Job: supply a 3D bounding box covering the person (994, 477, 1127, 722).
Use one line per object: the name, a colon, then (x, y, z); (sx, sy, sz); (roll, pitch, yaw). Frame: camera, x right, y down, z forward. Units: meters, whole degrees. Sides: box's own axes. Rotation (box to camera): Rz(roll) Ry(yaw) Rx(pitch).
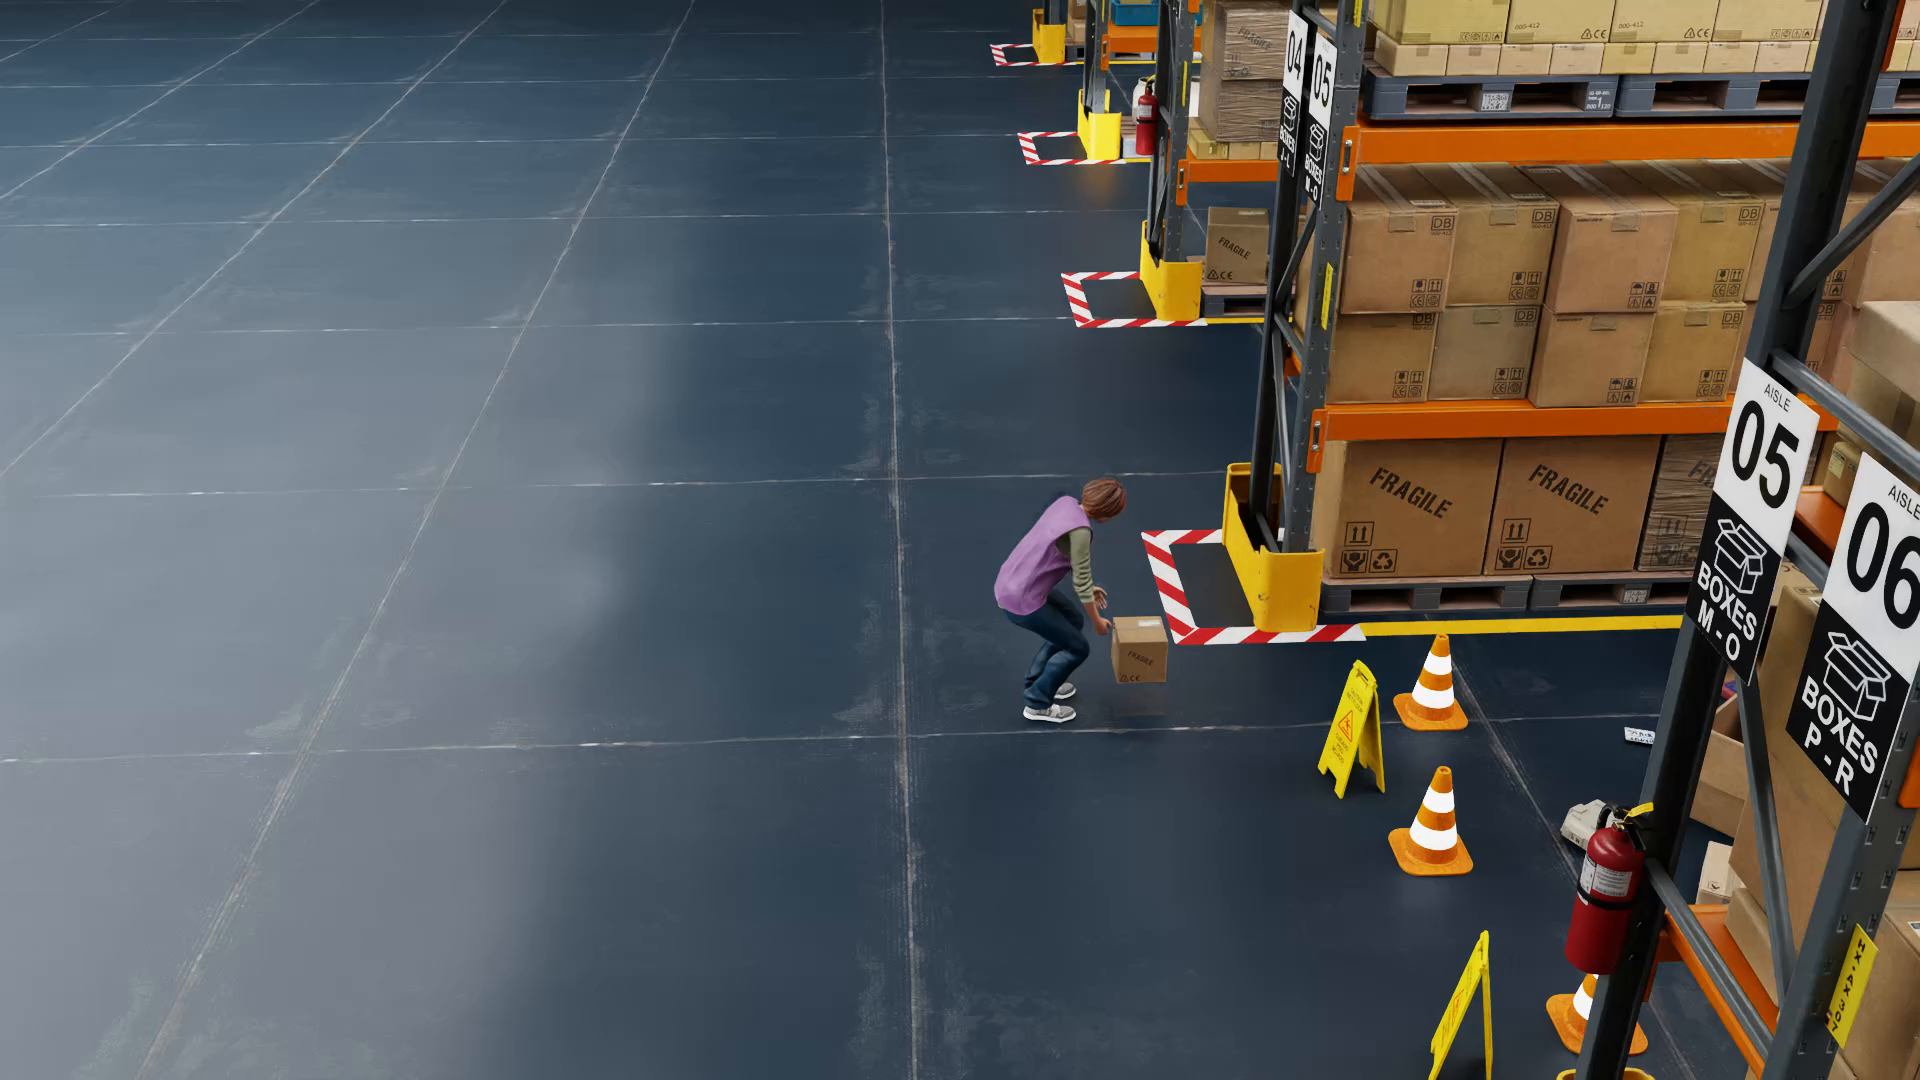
person: (0.496, 0.281, 8.427); (0.656, 1.298, 0.463); (-1, 28, -2)
